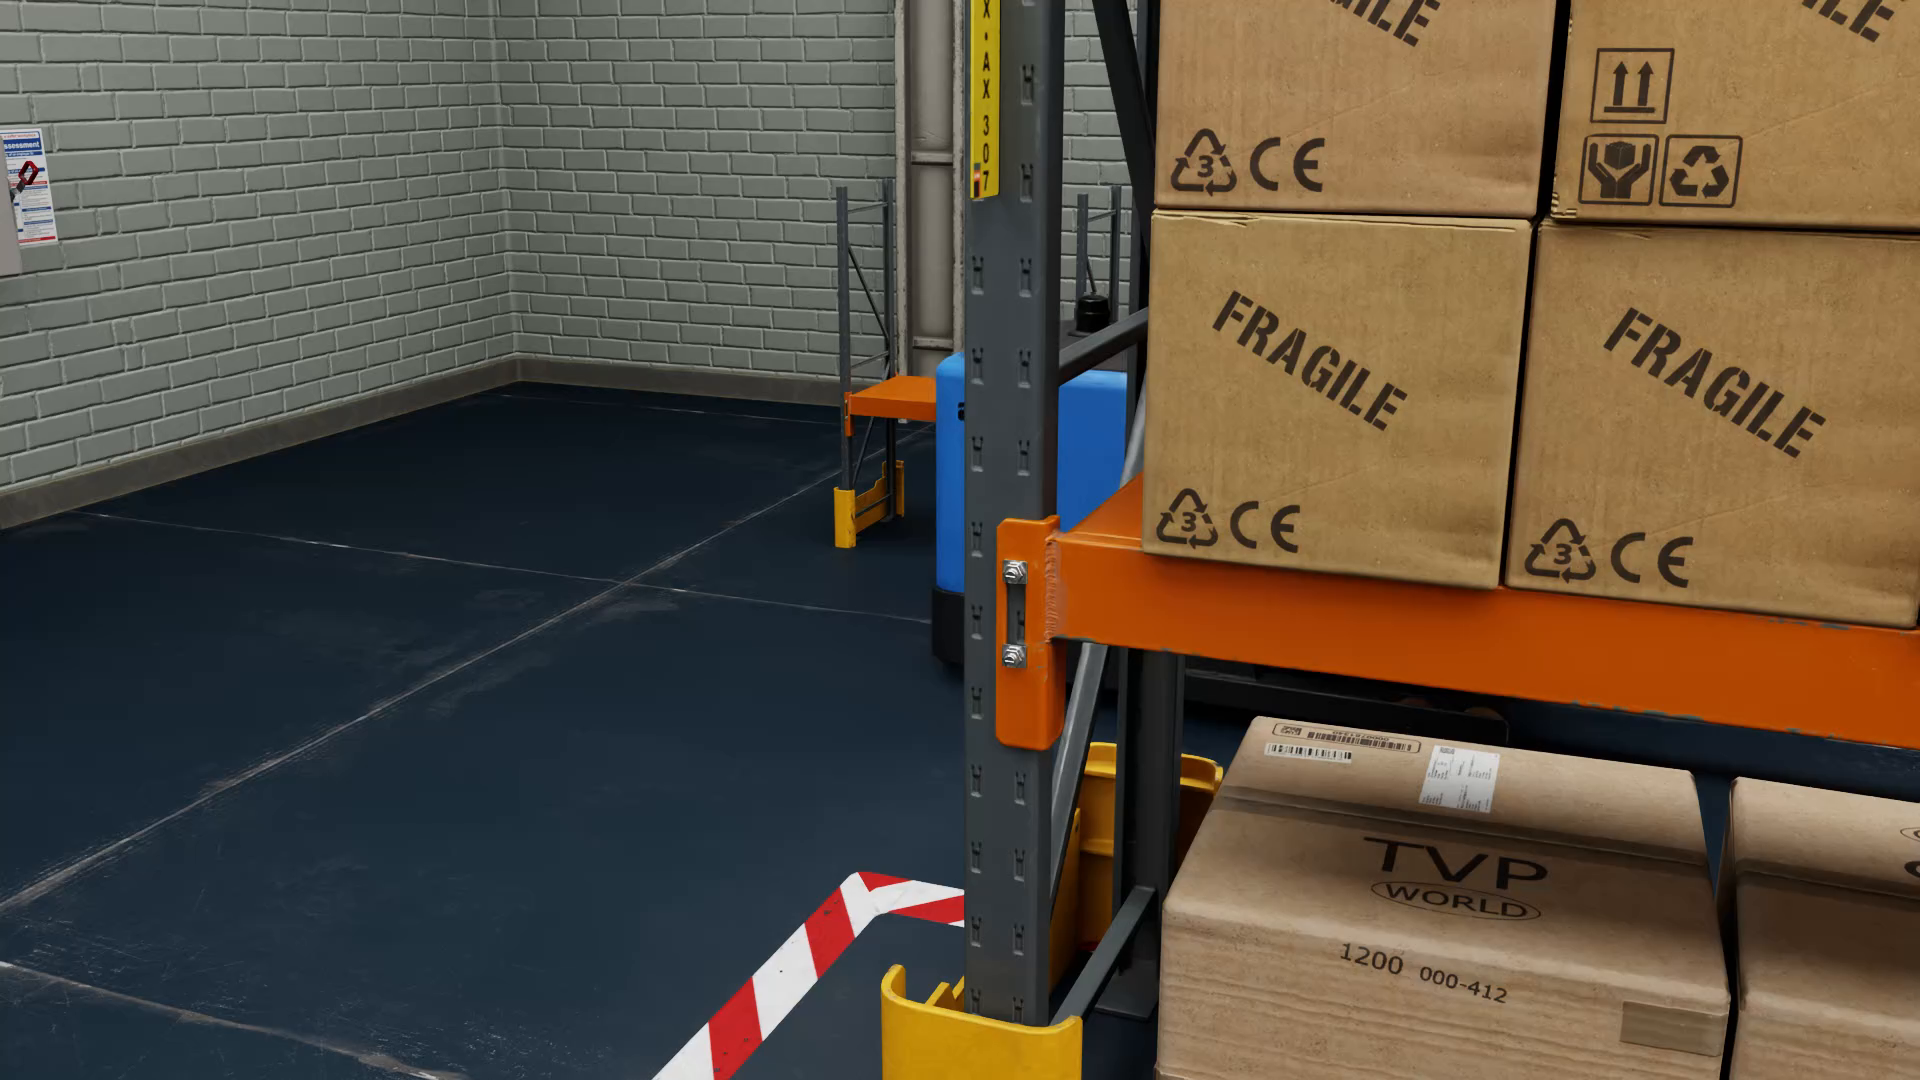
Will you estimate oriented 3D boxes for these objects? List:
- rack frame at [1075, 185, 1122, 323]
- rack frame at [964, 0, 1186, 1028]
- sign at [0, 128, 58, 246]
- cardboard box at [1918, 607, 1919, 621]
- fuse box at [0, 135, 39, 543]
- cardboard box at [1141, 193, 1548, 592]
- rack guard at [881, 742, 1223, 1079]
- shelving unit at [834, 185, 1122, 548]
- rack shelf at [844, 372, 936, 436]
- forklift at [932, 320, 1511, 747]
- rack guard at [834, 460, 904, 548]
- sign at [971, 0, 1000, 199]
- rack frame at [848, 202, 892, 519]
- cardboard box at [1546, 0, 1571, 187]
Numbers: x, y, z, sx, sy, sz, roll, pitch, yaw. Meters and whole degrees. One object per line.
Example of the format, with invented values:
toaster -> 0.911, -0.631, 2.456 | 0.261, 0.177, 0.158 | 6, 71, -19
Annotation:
rack frame -> 0.552, -0.660, 6.755 | 0.032, 1.500, 0.500 | 6, 17, 21
rack frame -> 0.244, -0.333, 2.940 | 0.127, 3.000, 1.000 | 6, 17, 21
sign -> -4.114, -1.537, 7.258 | 0.001, 0.494, 0.329 | 6, 17, 21
cardboard box -> 1.533, -0.156, 2.151 | 0.500, 0.500, 0.500 | 6, 17, 20
fuse box -> -4.103, -0.815, 6.911 | 0.414, 1.711, 0.539 | 6, 17, 21
cardboard box -> 0.586, -0.257, 2.500 | 0.500, 0.500, 0.500 | 6, 17, 20
rack guard -> 0.222, 0.865, 3.297 | 0.348, 0.500, 1.175 | 6, 17, 21
shelving unit -> 0.071, -0.712, 6.938 | 1.083, 1.500, 0.587 | 6, 17, 21
rack shelf -> 0.079, -0.539, 6.985 | 1.000, 0.185, 0.538 | 6, 17, 21
forklift -> 1.472, -0.914, 5.064 | 3.031, 2.935, 1.130 | 7, 18, 22
rack guard -> -0.392, -0.163, 7.287 | 0.087, 0.250, 0.587 | 6, 17, 21
sign -> 0.035, -0.643, 2.314 | 0.005, 0.325, 0.100 | 6, 17, 21
rack frame -> -0.393, -0.764, 7.115 | 0.013, 1.308, 0.475 | 6, 17, 21
cardboard box -> 0.780, -0.873, 2.829 | 0.500, 0.500, 0.500 | 7, 18, 22
